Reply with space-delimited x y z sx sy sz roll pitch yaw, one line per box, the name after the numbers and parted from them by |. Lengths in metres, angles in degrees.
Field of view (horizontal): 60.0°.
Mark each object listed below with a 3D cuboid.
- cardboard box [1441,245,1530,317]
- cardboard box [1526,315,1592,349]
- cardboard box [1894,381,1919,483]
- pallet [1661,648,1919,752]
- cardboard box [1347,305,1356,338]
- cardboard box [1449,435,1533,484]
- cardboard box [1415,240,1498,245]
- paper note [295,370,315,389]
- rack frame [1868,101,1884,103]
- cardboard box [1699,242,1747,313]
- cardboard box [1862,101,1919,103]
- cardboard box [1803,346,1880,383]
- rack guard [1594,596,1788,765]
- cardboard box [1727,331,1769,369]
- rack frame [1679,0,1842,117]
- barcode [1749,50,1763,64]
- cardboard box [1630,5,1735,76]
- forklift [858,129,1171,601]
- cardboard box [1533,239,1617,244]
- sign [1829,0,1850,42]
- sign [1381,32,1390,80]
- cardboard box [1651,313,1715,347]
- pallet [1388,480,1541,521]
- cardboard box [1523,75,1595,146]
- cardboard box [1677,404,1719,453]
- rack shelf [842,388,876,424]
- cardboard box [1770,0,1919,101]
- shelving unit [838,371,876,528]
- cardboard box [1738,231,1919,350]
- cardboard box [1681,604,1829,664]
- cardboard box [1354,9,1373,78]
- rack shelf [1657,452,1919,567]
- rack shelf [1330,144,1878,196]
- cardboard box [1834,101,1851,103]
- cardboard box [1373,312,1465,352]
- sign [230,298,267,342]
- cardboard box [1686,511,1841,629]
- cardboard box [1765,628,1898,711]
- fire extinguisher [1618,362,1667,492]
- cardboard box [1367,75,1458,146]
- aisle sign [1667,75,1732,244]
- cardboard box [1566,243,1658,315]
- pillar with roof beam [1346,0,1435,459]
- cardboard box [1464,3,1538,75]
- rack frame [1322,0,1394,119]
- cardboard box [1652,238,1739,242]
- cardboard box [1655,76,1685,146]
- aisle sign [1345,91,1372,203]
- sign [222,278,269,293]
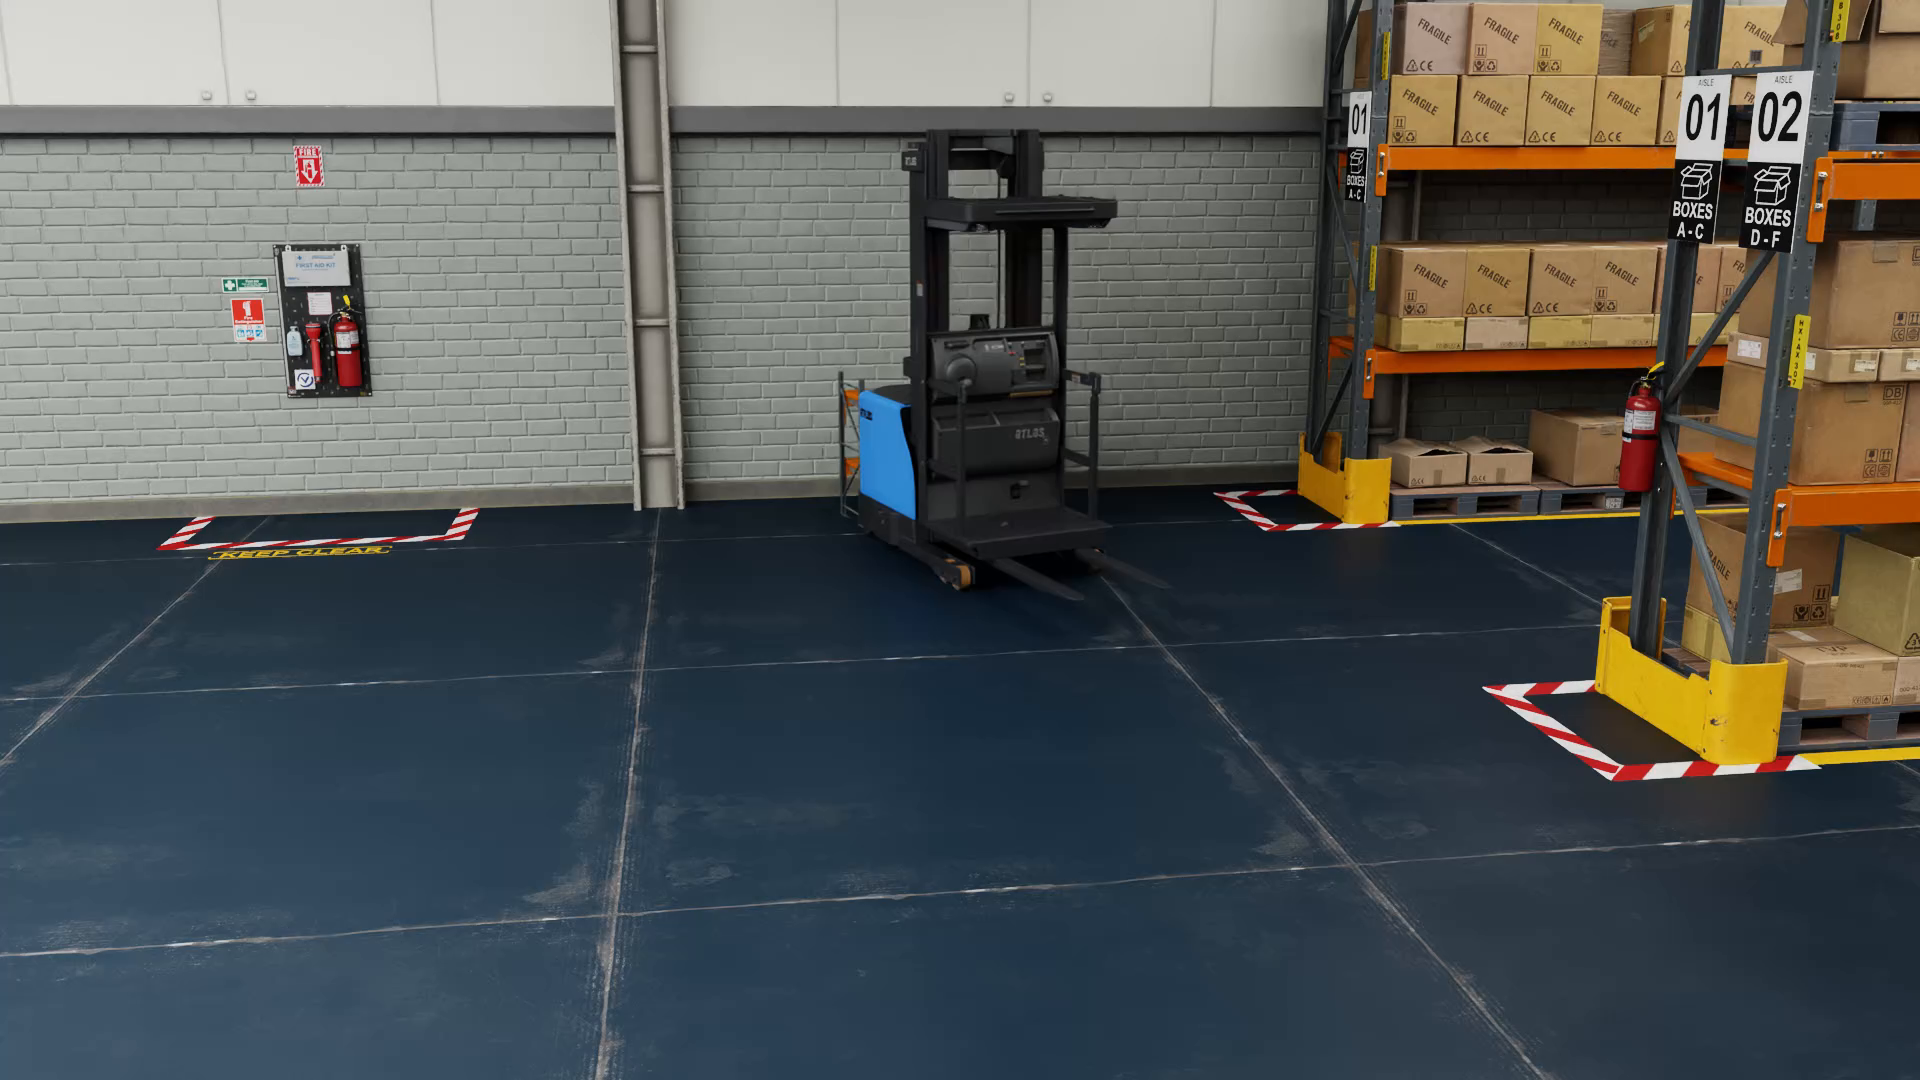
3.973 -1.978 12.667 0.500 0.500 0.500 -2 14 -8 | cardboard box
4.511 -1.634 12.838 0.500 0.250 0.500 -2 14 -9 | cardboard box
4.689 -0.608 8.272 0.500 0.500 0.700 -2 14 -7 | cardboard box
4.457 0.790 8.639 1.213 0.211 1.003 -2 14 -8 | pallet
3.399 -1.717 13.169 0.500 0.250 0.500 -2 14 -7 | cardboard box
4.227 -0.650 13.269 0.500 0.311 0.500 -1 14 -4 | cardboard box
3.899 -2.101 13.160 0.500 0.500 0.500 -2 14 -8 | cardboard box
-5.039 -1.235 12.791 0.142 0.148 0.016 -2 14 -8 | paper note
6.921 -4.771 12.748 0.127 3.000 1.000 -2 14 -8 | rack frame
6.007 -2.051 12.960 0.500 0.500 0.500 -2 14 -9 | cardboard box
7.473 -3.569 13.052 0.500 0.500 0.500 0 14 0 | cardboard box
4.127 -0.851 7.908 0.250 0.149 0.380 -2 14 -9 | cardboard box
3.683 0.688 8.450 0.348 0.500 1.175 -2 14 -8 | rack guard
4.057 -0.948 8.296 0.250 0.149 0.380 -2 14 -9 | cardboard box
3.707 -3.435 7.419 0.127 3.000 1.000 -2 14 -8 | rack frame
3.934 -2.388 8.220 0.075 0.075 0.001 -2 14 -8 | barcode
5.411 -3.732 12.469 0.500 0.500 0.500 -3 14 -10 | cardboard box
0.336 -1.215 11.039 1.130 2.935 3.031 -7 16 -25 | forklift
4.908 -2.139 13.311 0.500 0.500 0.500 -2 14 -8 | cardboard box
3.784 -2.309 7.135 0.005 0.325 0.100 -2 14 -8 | sign
3.046 -3.465 11.908 0.005 0.325 0.100 -2 14 -8 | sign
5.509 -1.670 12.983 0.500 0.250 0.500 -2 14 -9 | cardboard box
3.849 -0.388 13.333 1.213 0.211 1.003 -2 14 -8 | pallet
4.383 -3.212 12.451 0.500 0.500 0.500 -1 14 -6 | cardboard box
5.900 -0.815 13.540 0.500 0.500 0.500 -3 14 -13 | cardboard box
-0.358 -1.028 12.807 1.000 0.278 0.538 -6 15 -23 | rack shelf
4.276 -2.321 7.782 0.637 0.503 0.797 -1 14 -4 | cardboard box
-0.358 -0.745 12.878 1.048 1.125 0.538 -6 15 -23 | shelving unit
4.223 -1.219 8.042 0.500 0.500 0.700 -2 14 -8 | cardboard box
4.193 0.514 8.793 0.500 0.250 0.500 -2 14 -8 | cardboard box
3.353 -3.793 12.712 0.500 0.500 0.500 -1 14 -6 | cardboard box
5.685 -0.249 8.525 4.000 0.370 1.077 -2 14 -8 | rack shelf
4.943 -2.895 12.911 4.000 0.370 1.077 -2 14 -8 | rack shelf
6.456 -3.297 12.788 0.500 0.500 0.500 -2 14 -7 | cardboard box
3.495 -1.595 12.681 0.500 0.250 0.500 -3 14 -10 | cardboard box
-5.416 -1.674 12.658 0.234 0.329 0.001 -2 14 -8 | sign
4.193 0.150 8.704 0.500 0.500 0.500 -2 14 -8 | cardboard box
4.271 0.639 8.296 0.500 0.250 0.500 -2 14 -8 | cardboard box
3.521 -0.595 8.587 0.183 0.674 0.296 -2 14 -8 | fire extinguisher
3.333 -3.182 12.329 0.500 0.500 0.500 -2 14 -7 | cardboard box
3.598 -1.854 8.105 0.004 0.787 0.394 -2 14 -8 | aisle sign
4.993 -2.016 12.821 0.500 0.500 0.500 -2 14 -7 | cardboard box
4.170 -3.824 8.972 0.400 9.000 9.100 -2 14 -8 | pillar with roof beam
3.886 -3.676 12.245 0.500 0.500 0.500 -2 14 -9 | cardboard box
2.965 -4.626 12.170 0.127 3.000 1.000 -2 14 -8 | rack frame
5.913 -2.177 13.464 0.500 0.500 0.500 -2 14 -9 | cardboard box
5.414 -3.252 12.611 0.500 0.500 0.500 -3 14 -11 | cardboard box
2.939 -2.903 12.285 0.004 0.787 0.394 -2 14 -8 | aisle sign
-5.410 -1.929 12.585 0.331 0.109 0.001 -2 14 -8 | sign
